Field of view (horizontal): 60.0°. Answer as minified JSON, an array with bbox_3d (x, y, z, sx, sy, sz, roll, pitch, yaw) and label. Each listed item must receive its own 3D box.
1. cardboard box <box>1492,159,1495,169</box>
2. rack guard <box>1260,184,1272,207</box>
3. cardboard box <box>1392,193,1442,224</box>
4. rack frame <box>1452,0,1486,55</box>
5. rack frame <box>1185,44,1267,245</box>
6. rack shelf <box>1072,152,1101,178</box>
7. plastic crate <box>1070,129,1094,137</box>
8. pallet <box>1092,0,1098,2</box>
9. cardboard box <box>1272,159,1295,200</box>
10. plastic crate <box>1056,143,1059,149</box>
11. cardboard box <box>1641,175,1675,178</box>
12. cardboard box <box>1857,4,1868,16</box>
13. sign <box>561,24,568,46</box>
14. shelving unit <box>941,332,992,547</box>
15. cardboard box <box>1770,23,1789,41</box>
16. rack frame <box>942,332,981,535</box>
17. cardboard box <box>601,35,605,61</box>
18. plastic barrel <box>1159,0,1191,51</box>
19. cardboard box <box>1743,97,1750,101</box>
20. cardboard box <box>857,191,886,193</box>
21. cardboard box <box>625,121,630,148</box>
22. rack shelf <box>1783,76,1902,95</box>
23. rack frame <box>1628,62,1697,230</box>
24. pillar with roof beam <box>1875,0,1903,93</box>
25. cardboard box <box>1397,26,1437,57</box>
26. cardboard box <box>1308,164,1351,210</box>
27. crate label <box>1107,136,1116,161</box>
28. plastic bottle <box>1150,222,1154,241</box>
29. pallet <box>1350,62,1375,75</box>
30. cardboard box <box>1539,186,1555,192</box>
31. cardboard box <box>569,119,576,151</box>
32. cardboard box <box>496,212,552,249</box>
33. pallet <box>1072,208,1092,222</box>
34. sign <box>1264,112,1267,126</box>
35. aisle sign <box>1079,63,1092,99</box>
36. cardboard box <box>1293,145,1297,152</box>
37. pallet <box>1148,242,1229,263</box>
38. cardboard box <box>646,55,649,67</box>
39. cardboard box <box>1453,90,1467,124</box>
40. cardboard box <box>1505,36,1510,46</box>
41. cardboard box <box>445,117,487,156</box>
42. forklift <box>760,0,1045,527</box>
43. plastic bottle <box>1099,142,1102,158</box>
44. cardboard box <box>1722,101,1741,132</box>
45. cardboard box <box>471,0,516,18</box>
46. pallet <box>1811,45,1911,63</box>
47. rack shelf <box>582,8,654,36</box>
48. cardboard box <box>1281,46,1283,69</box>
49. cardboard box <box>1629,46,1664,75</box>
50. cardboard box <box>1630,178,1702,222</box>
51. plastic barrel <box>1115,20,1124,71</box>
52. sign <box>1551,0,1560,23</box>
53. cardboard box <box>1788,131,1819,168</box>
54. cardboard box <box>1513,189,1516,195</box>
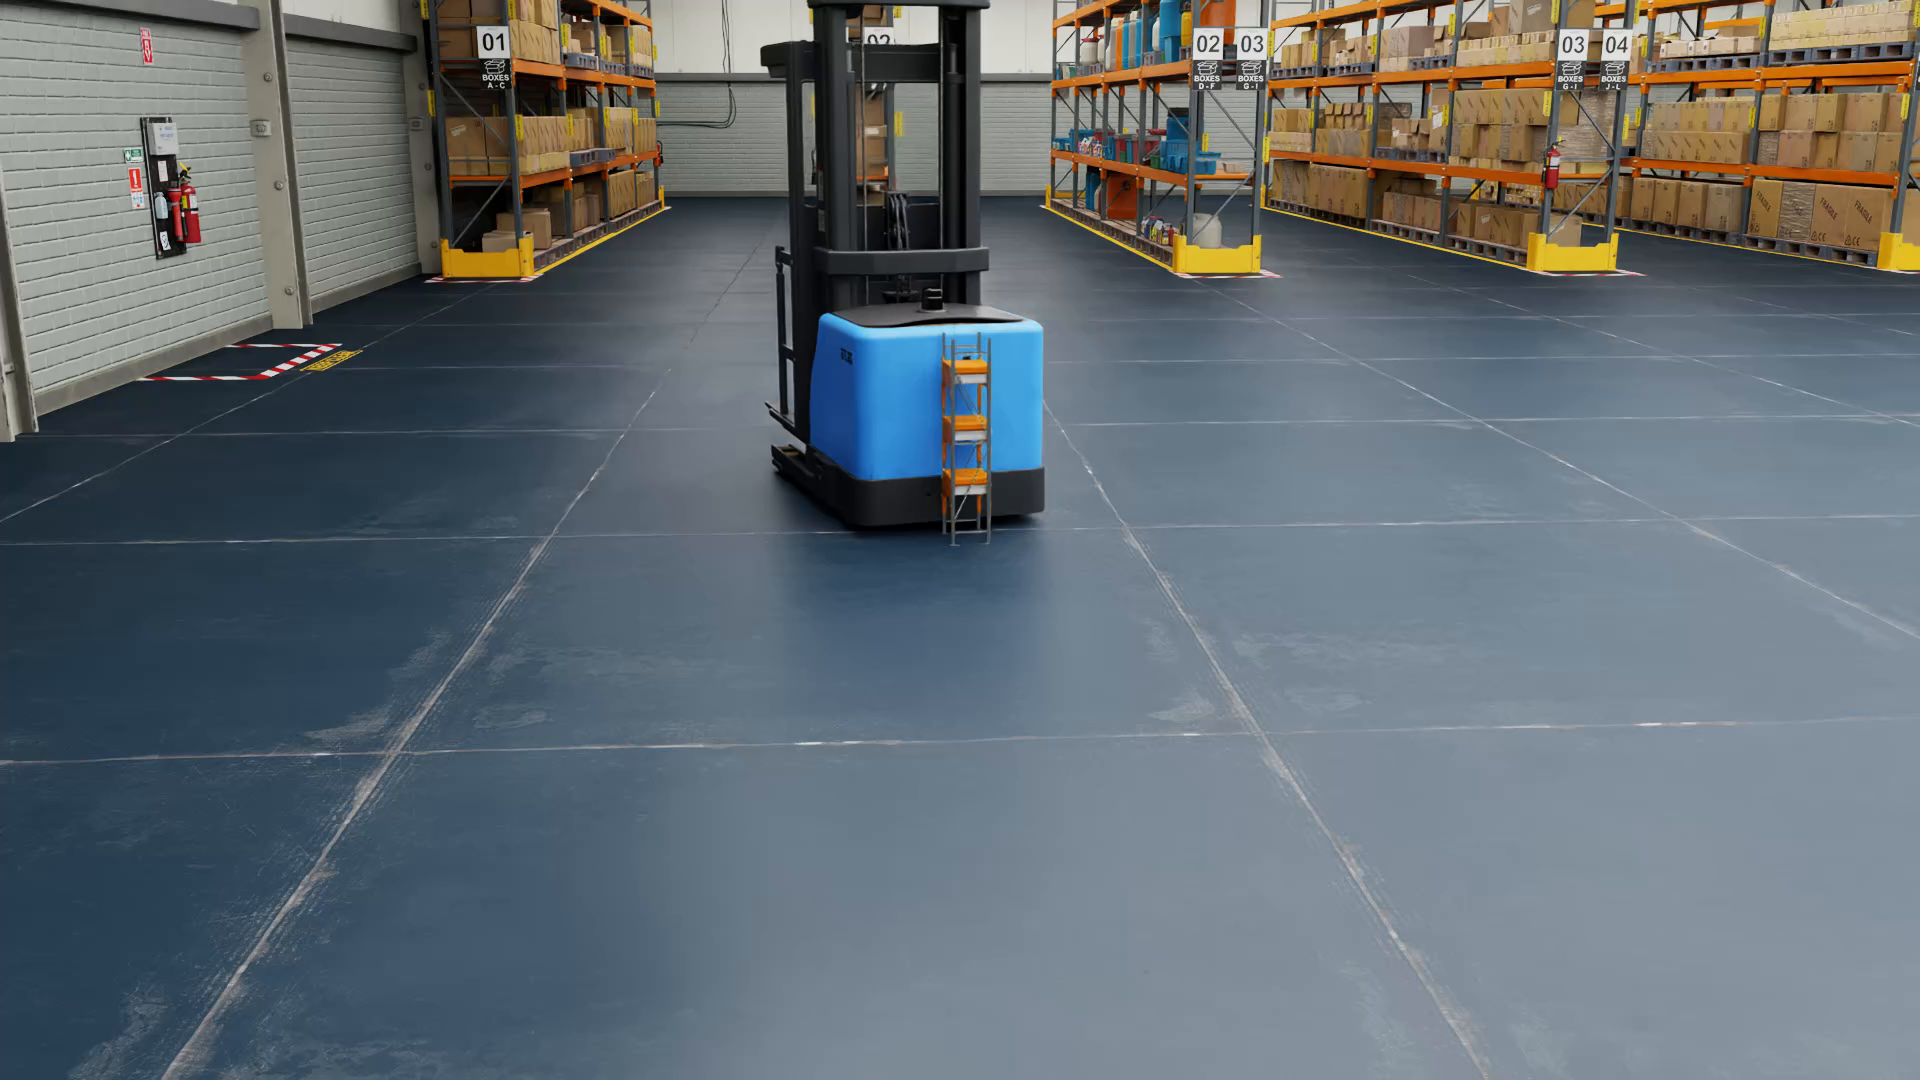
[{"bbox_3d":[8.149,-5.586,24.721,0.380,0.149,0.250,-1,14,-3],"label":"cardboard box"},{"bbox_3d":[7.524,-7.980,38.537,1.175,0.500,0.348,-1,14,-3],"label":"rack guard"},{"bbox_3d":[8.130,-5.893,29.544,0.700,0.500,0.500,-2,15,-8],"label":"cardboard box"},{"bbox_3d":[8.269,-9.105,25.856,1.000,3.000,0.127,-1,14,-3],"label":"rack frame"},{"bbox_3d":[3.573,-5.129,22.440,1.000,3.000,0.127,-1,14,-3],"label":"rack frame"},{"bbox_3d":[2.954,-7.267,32.195,1.077,0.370,4.000,-1,14,-3],"label":"rack shelf"},{"bbox_3d":[2.789,-9.074,37.581,0.616,0.435,0.499,-1,14,-3],"label":"plastic crate"},{"bbox_3d":[3.064,-9.918,30.197,1.213,0.211,1.003,-1,14,-3],"label":"pallet"},{"bbox_3d":[7.645,-8.201,37.801,0.875,0.875,0.875,-1,14,-3],"label":"cardboard box"},{"bbox_3d":[2.248,-8.693,36.702,0.250,0.136,0.298,-1,14,-3],"label":"plastic crate"},{"bbox_3d":[13.177,-6.777,31.516,0.500,0.250,0.500,-2,15,-6],"label":"cardboard box"},{"bbox_3d":[13.052,-7.556,23.716,0.380,0.149,0.250,-1,14,-3],"label":"cardboard box"},{"bbox_3d":[-6.021,-7.684,25.313,0.100,0.325,0.005,-1,14,-3],"label":"sign"},{"bbox_3d":[0.032,-0.510,8.400,0.215,1.050,0.252,-3,15,-11],"label":"shelving unit"},{"bbox_3d":[12.976,-7.901,25.857,0.500,0.250,0.500,-1,14,-3],"label":"cardboard box"},{"bbox_3d":[0.008,-0.539,8.516,0.200,1.050,0.008,-3,15,-11],"label":"rack frame"},{"bbox_3d":[-7.047,-9.191,31.124,0.700,0.500,0.500,-1,14,-3],"label":"cardboard box"},{"bbox_3d":[3.280,-7.773,24.849,0.600,0.901,0.708,-1,14,-3],"label":"plastic barrel"},{"bbox_3d":[17.311,-9.580,36.231,0.380,0.149,0.250,-1,14,-5],"label":"cardboard box"},{"bbox_3d":[-1.352,-5.046,25.290,0.500,0.500,0.500,-1,14,-3],"label":"cardboard box"},{"bbox_3d":[-6.737,-7.925,32.469,0.500,0.500,0.500,-1,14,-3],"label":"cardboard box"},{"bbox_3d":[17.788,-8.949,32.713,1.077,0.370,4.000,-1,14,-3],"label":"rack shelf"},{"bbox_3d":[12.978,-7.246,30.670,1.000,3.000,0.127,-1,14,-3],"label":"rack frame"},{"bbox_3d":[18.806,-12.938,40.753,9.100,9.000,0.400,-1,14,-3],"label":"pillar with roof beam"},{"bbox_3d":[7.859,-8.566,28.575,0.500,0.500,0.500,-1,14,-5],"label":"cardboard box"},{"bbox_3d":[7.833,-7.205,33.931,1.225,0.875,0.875,-1,14,-3],"label":"cardboard box"},{"bbox_3d":[2.869,-6.884,29.191,0.502,0.435,0.616,-1,14,-3],"label":"crate label"},{"bbox_3d":[2.942,-4.725,25.440,0.061,0.283,0.133,0,14,-1],"label":"plastic bottle"},{"bbox_3d":[7.928,-8.715,30.739,1.213,0.211,1.003,0,14,-1],"label":"pallet"},{"bbox_3d":[12.448,-7.436,35.093,0.380,0.149,0.250,0,14,-2],"label":"cardboard box"},{"bbox_3d":[-6.587,-6.498,26.679,0.700,0.500,0.500,1,14,2],"label":"cardboard box"},{"bbox_3d":[-6.299,-4.477,24.039,0.700,0.500,0.500,-2,15,-7],"label":"cardboard box"},{"bbox_3d":[2.836,-6.570,33.638,1.003,0.211,1.213,-1,14,-3],"label":"pallet"},{"bbox_3d":[6.971,-9.635,38.057,0.100,0.325,0.005,-1,14,-3],"label":"sign"},{"bbox_3d":[2.870,-10.389,37.668,0.394,0.787,0.004,-1,14,-3],"label":"aisle sign"},{"bbox_3d":[7.363,-8.395,35.637,0.380,0.149,0.250,-1,14,-2],"label":"cardboard box"},{"bbox_3d":[3.404,-4.301,24.820,1.003,0.211,1.213,-1,14,-3],"label":"pallet"},{"bbox_3d":[-6.962,-10.279,35.696,0.500,0.250,0.500,-1,14,-6],"label":"cardboard box"},{"bbox_3d":[8.043,-6.761,25.979,0.500,0.500,0.500,-1,14,-3],"label":"cardboard box"},{"bbox_3d":[8.144,-7.235,24.108,0.380,0.149,0.250,-2,15,-6],"label":"cardboard box"},{"bbox_3d":[-6.556,-5.390,22.211,0.500,0.500,0.500,-1,14,-4],"label":"cardboard box"},{"bbox_3d":[-0.509,-1.812,9.687,1.130,2.935,3.031,-5,15,-18],"label":"forklift"},{"bbox_3d":[2.612,-7.213,30.775,0.061,0.283,0.133,-1,14,-3],"label":"plastic bottle"},{"bbox_3d":[13.155,-7.035,27.643,0.700,0.500,0.500,-1,14,-4],"label":"cardboard box"},{"bbox_3d":[-6.096,-7.070,21.719,0.500,0.500,0.500,-2,15,-7],"label":"cardboard box"},{"bbox_3d":[13.338,-7.155,24.473,1.003,0.211,1.213,-1,14,-3],"label":"pallet"},{"bbox_3d":[-7.182,-10.821,34.770,1.077,0.370,4.000,-1,14,-3],"label":"rack shelf"},{"bbox_3d":[7.611,-10.809,37.252,0.700,0.500,0.500,-2,15,-7],"label":"cardboard box"},{"bbox_3d":[12.689,-8.885,30.820,0.500,0.500,0.500,-1,14,-3],"label":"cardboard box"},{"bbox_3d":[12.926,-6.207,30.304,1.050,0.750,0.750,-1,14,-4],"label":"cardboard box"},{"bbox_3d":[2.952,-8.409,28.306,0.600,0.830,0.708,-1,14,-3],"label":"plastic barrel"},{"bbox_3d":[7.962,-7.083,22.239,0.100,0.325,0.005,-1,14,-3],"label":"sign"},{"bbox_3d":[13.233,-5.960,25.369,0.875,0.550,0.550,-1,14,-3],"label":"cardboard box"},{"bbox_3d":[12.406,-7.676,36.620,0.380,0.149,0.250,0,14,-1],"label":"cardboard box"}]
